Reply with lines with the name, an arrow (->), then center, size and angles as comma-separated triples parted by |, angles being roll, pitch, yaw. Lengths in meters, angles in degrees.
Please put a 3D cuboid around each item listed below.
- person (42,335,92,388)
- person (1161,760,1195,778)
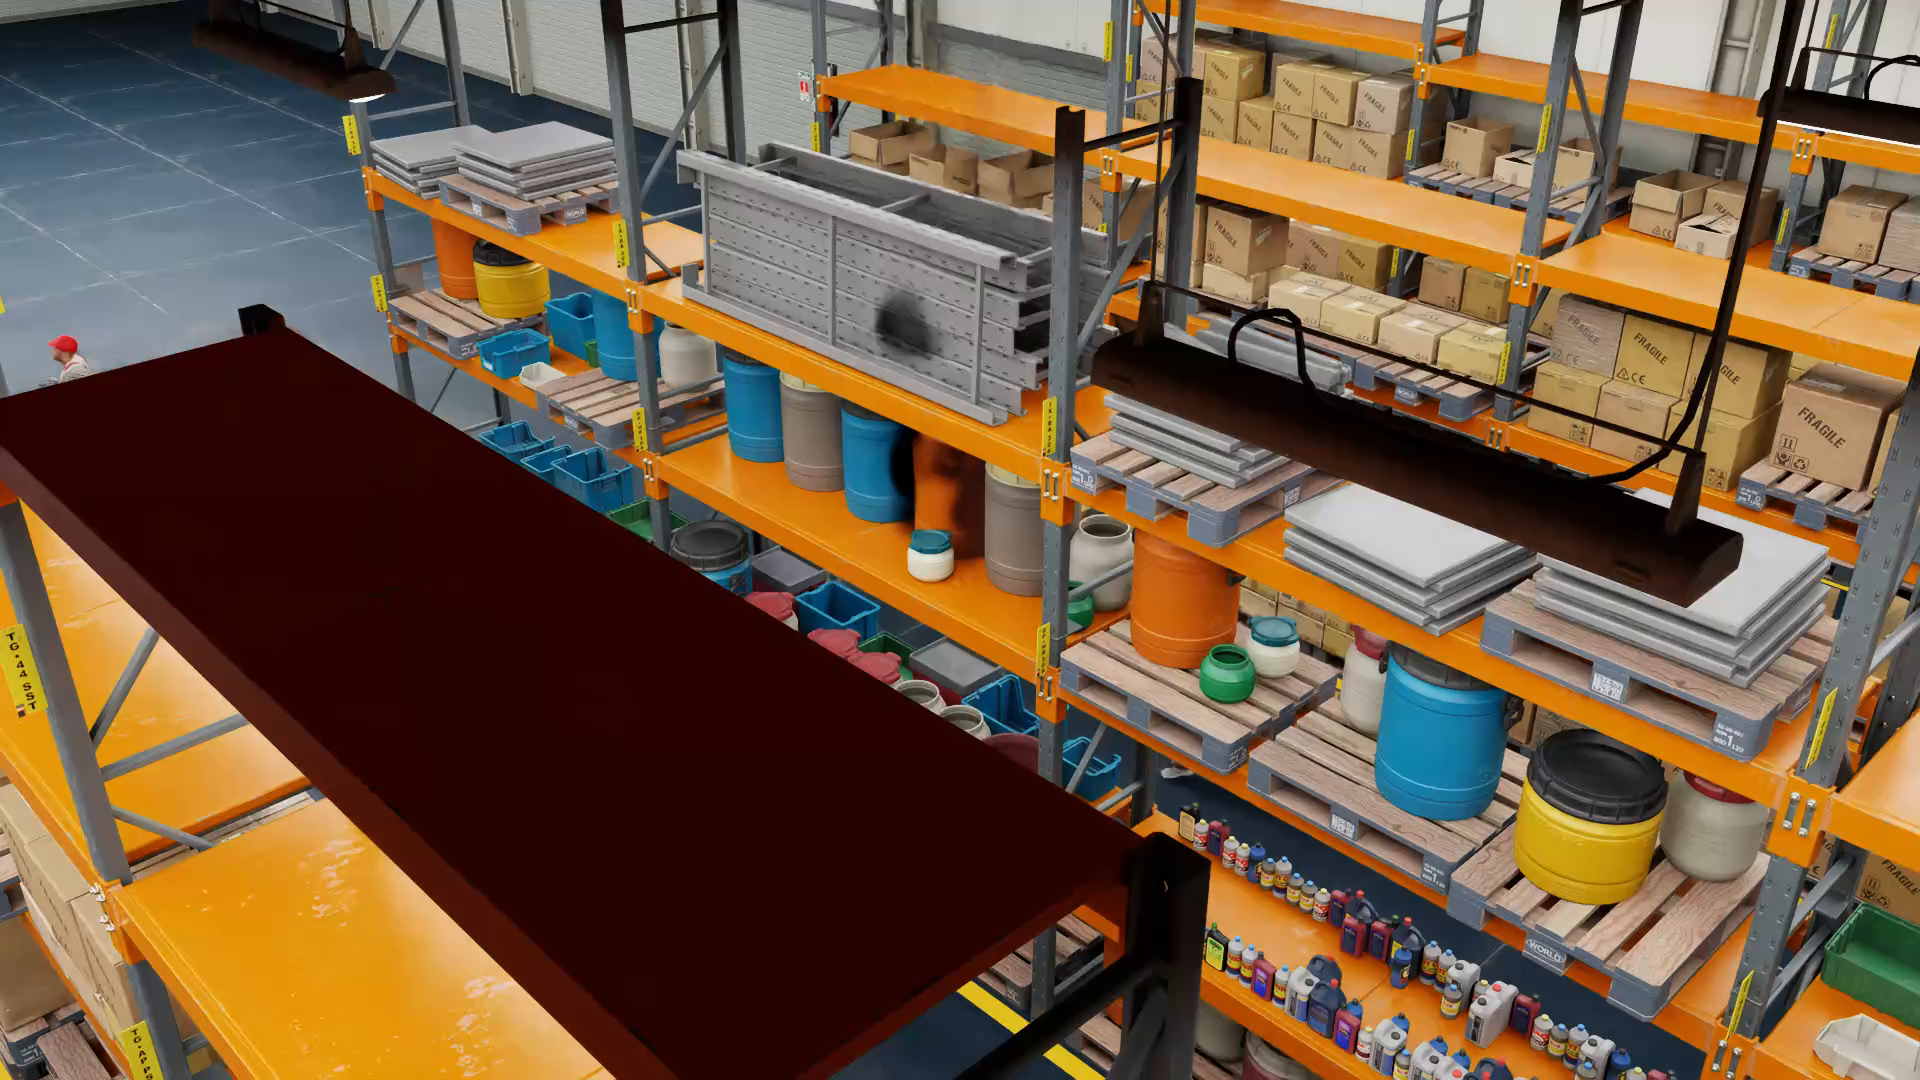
person -> -9.081, -1.295, 17.414 | 0.825, 1.823, 0.631 | -6, 29, -11
person -> 1.997, 1.197, 12.864 | 0.774, 1.710, 0.561 | 19, 34, 32
